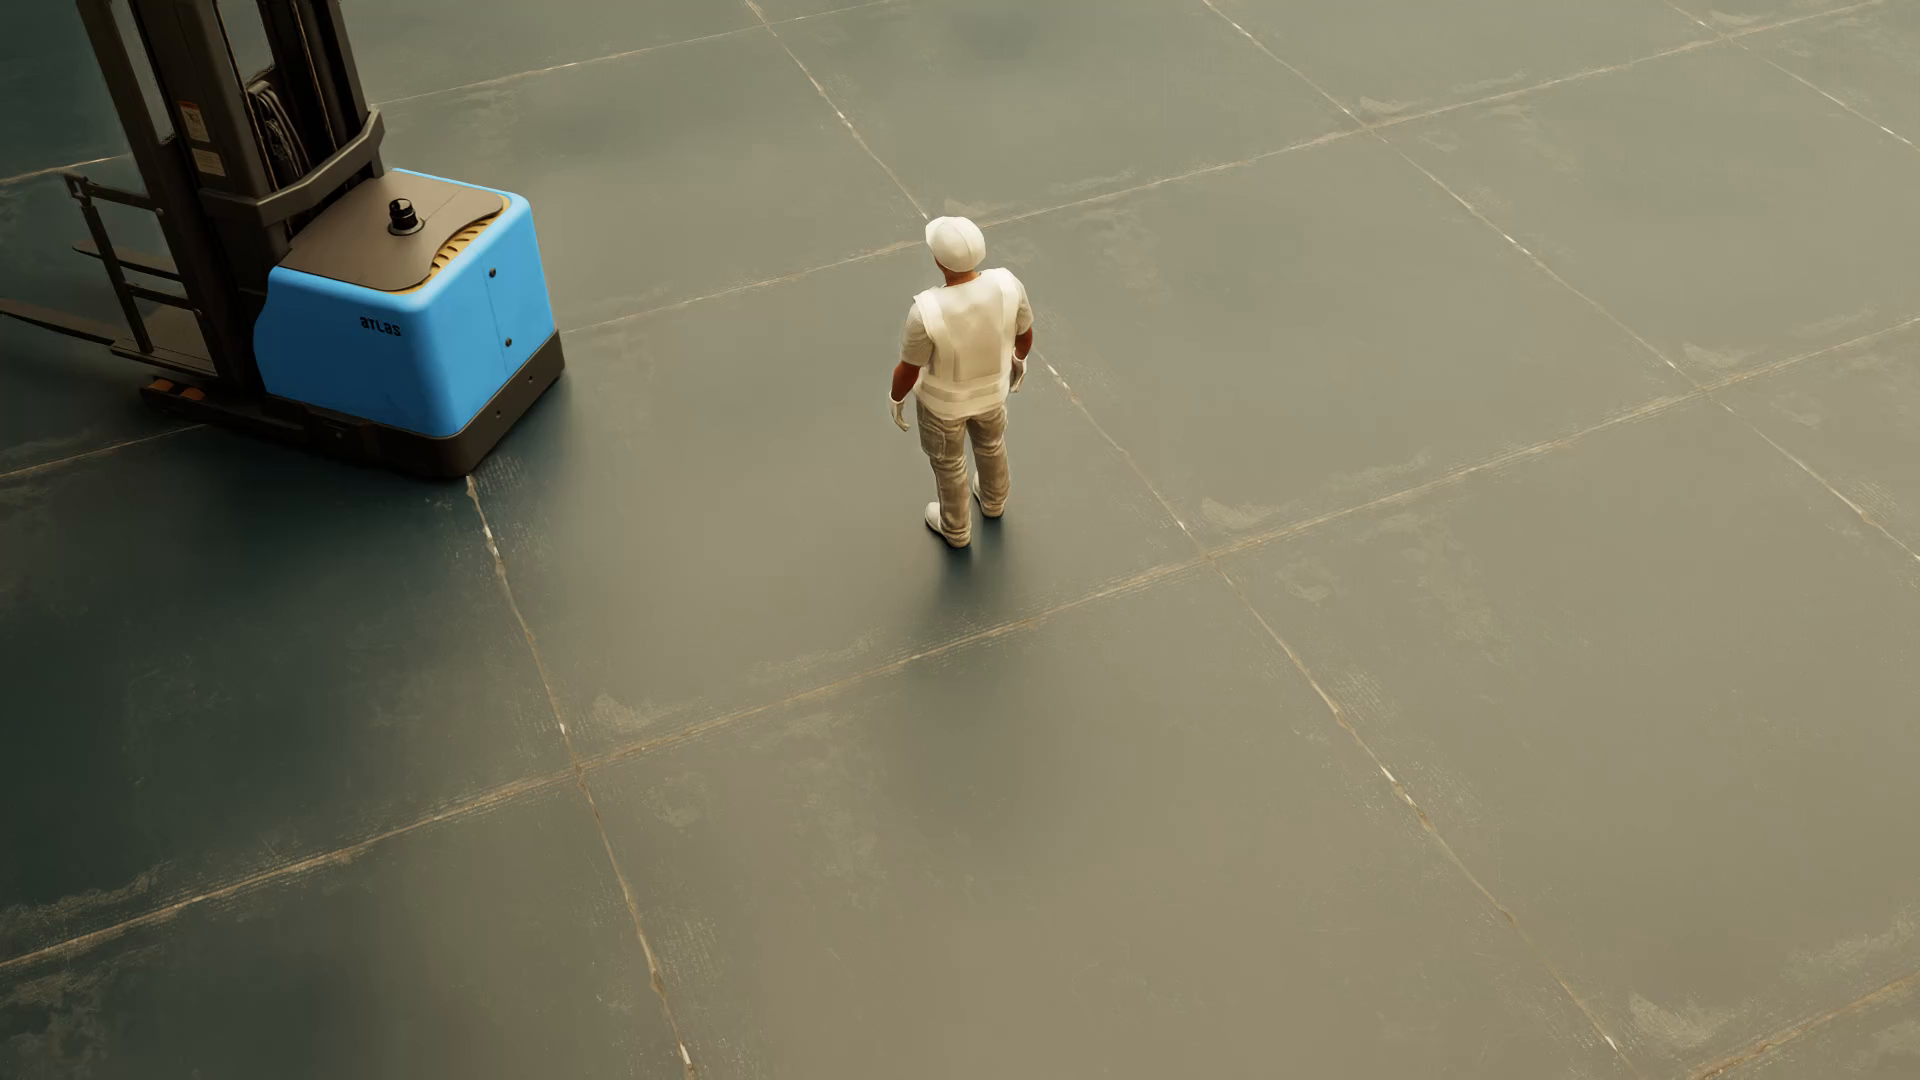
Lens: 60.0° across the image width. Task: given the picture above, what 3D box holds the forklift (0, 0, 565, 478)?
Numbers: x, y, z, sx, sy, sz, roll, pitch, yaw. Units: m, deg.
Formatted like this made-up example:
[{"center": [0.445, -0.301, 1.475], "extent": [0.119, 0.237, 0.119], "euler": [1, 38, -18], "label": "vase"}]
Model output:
[{"center": [-3.636, -2.002, 7.825], "extent": [3.031, 2.935, 1.130], "euler": [15, 45, 15], "label": "forklift"}]

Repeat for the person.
[{"center": [-0.023, -0.704, 7.266], "extent": [0.656, 1.784, 0.575], "euler": [-18, 46, -18], "label": "person"}]
